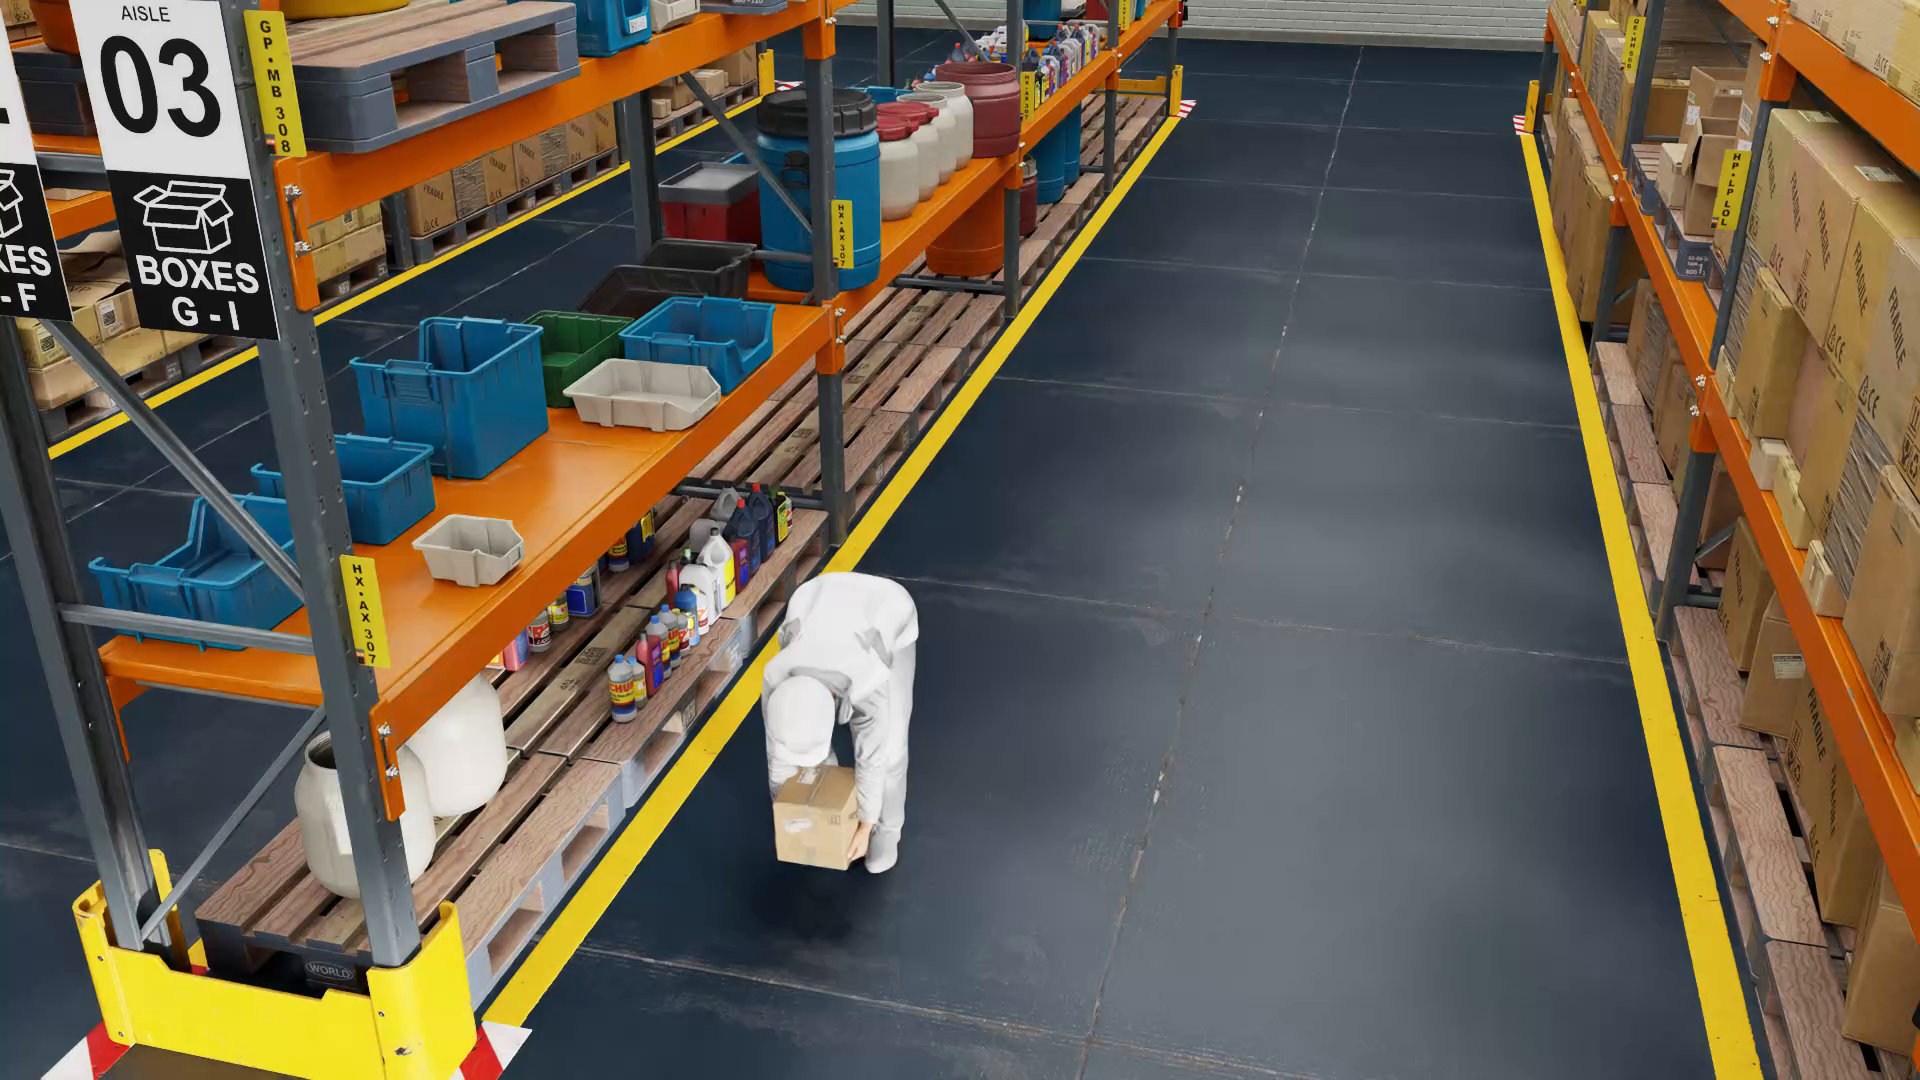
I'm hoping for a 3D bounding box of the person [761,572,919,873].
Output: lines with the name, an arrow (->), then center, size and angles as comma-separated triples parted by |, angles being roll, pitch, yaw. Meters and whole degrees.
person -> -0.437, 0.726, 5.823 | 0.466, 1.101, 1.012 | 5, 26, 11
